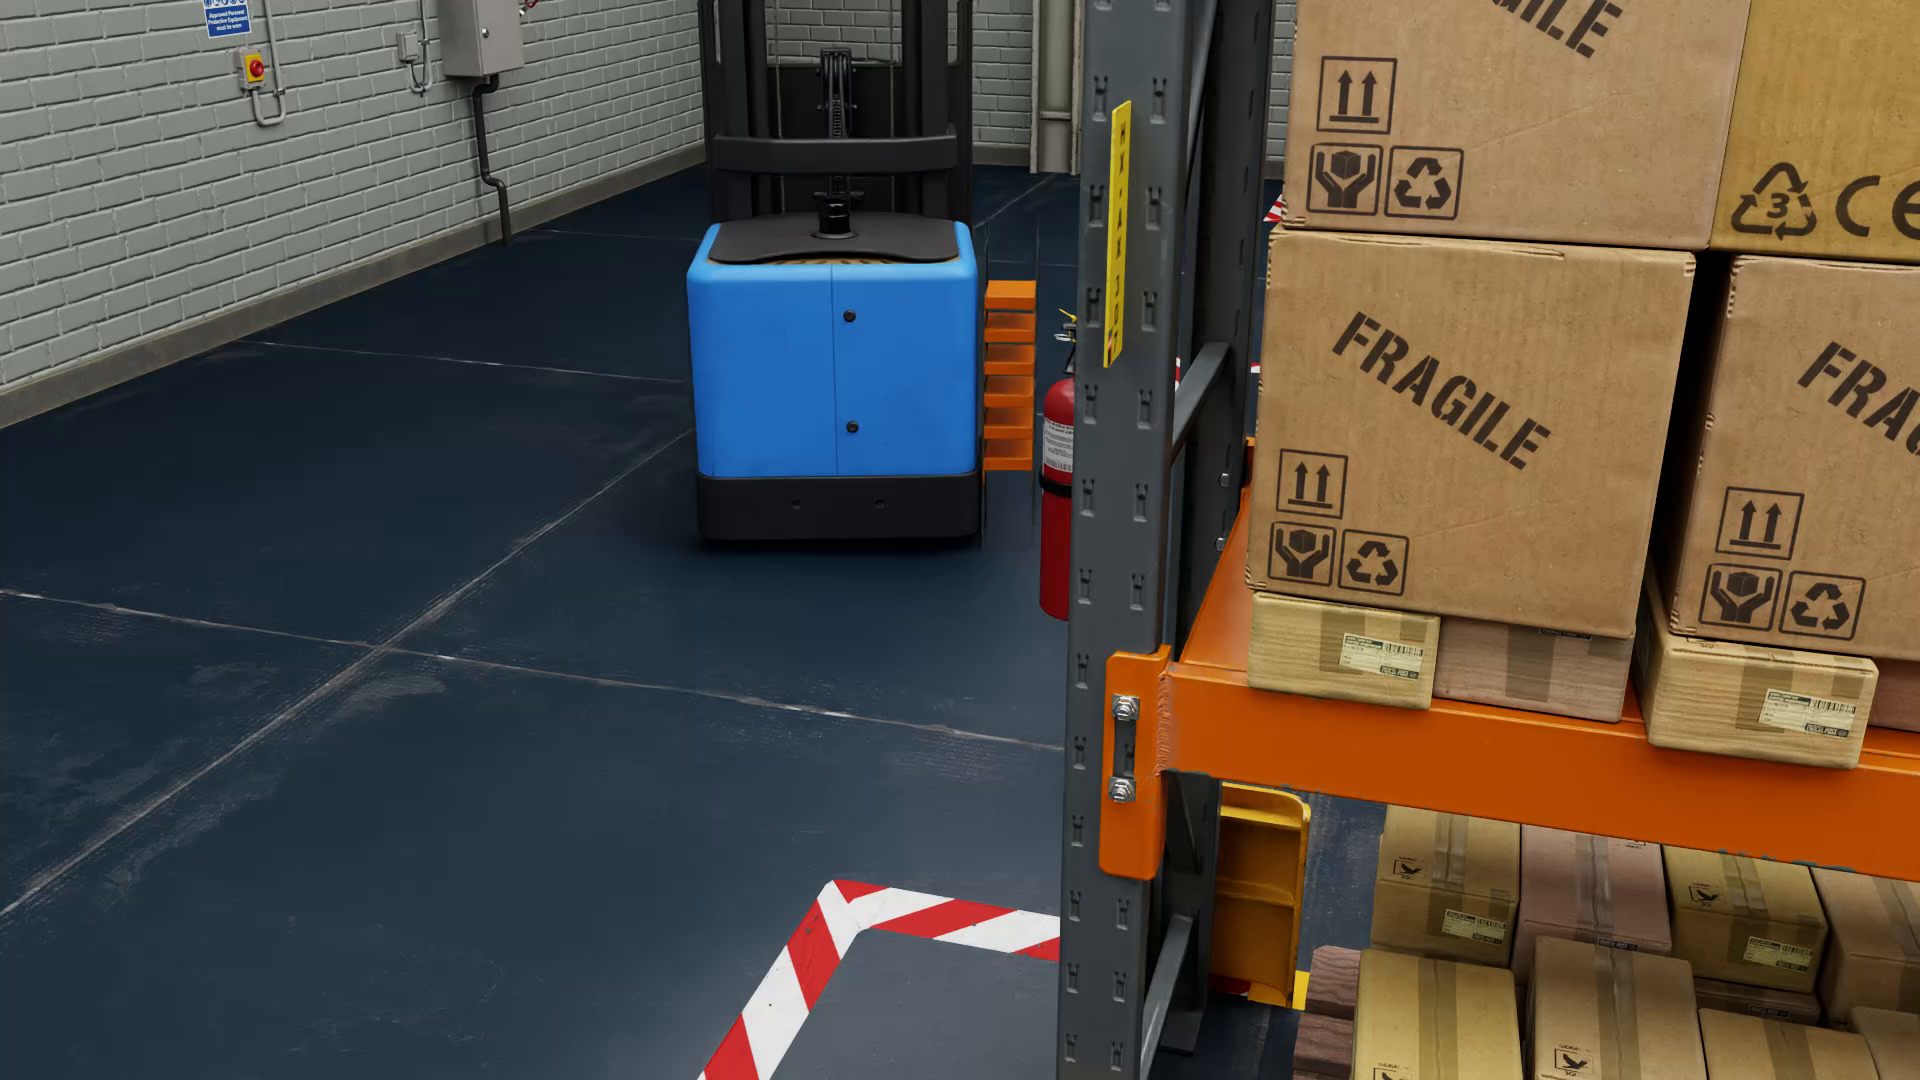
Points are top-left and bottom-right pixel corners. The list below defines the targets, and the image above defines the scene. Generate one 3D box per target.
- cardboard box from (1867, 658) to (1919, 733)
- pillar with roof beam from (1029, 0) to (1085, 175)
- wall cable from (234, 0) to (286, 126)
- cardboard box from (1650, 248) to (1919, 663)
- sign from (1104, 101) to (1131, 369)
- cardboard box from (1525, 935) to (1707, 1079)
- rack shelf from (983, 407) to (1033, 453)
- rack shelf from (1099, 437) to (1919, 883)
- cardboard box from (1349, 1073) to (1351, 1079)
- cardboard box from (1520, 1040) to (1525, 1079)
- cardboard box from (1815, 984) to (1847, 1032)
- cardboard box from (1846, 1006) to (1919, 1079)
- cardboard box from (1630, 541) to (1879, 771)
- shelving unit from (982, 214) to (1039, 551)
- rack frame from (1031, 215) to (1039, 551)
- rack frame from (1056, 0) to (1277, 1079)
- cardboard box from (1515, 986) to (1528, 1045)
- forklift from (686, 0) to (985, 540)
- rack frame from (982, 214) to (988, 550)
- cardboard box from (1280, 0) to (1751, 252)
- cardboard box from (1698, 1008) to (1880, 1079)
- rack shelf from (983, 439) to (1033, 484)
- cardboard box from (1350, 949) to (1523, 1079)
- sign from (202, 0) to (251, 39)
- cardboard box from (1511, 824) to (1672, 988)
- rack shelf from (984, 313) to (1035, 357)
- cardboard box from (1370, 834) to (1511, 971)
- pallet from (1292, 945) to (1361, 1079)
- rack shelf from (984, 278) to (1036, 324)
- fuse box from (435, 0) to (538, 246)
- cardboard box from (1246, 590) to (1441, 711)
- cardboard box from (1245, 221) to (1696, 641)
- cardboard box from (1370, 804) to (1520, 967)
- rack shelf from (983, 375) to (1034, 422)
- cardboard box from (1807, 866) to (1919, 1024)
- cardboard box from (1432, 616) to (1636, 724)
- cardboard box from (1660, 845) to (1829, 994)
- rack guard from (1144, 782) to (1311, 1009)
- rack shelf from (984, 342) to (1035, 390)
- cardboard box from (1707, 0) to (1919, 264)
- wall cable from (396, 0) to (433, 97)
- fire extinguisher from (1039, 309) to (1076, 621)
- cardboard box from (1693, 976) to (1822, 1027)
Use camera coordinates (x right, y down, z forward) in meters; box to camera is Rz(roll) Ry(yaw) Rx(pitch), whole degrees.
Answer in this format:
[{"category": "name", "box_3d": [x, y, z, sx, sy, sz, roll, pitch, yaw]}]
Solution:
[{"category": "cardboard box", "box_3d": [1.359, 0.126, 2.341, 0.250, 0.149, 0.380, 8, 24, 18]}, {"category": "pillar with roof beam", "box_3d": [-0.443, -5.633, 8.145, 0.400, 9.000, 9.100, 7, 23, 16]}, {"category": "wall cable", "box_3d": [-3.714, -3.089, 8.468, 0.123, 1.953, 0.585, 7, 23, 16]}, {"category": "cardboard box", "box_3d": [1.228, -0.170, 2.208, 0.500, 0.500, 0.500, 7, 23, 16]}, {"category": "sign", "box_3d": [0.202, -0.389, 2.124, 0.005, 0.325, 0.100, 7, 23, 16]}, {"category": "cardboard box", "box_3d": [1.060, 0.832, 2.709, 0.250, 0.149, 0.380, 7, 23, 16]}, {"category": "rack shelf", "box_3d": [0.182, -0.410, 6.122, 0.180, 0.103, 0.258, 1, 22, 3]}, {"category": "rack shelf", "box_3d": [2.273, 0.367, 2.371, 4.000, 0.370, 1.077, 7, 23, 16]}, {"category": "cardboard box", "box_3d": [0.786, 0.953, 2.807, 0.250, 0.149, 0.380, 8, 23, 18]}, {"category": "cardboard box", "box_3d": [1.031, 1.003, 2.683, 0.250, 0.149, 0.380, 6, 23, 15]}, {"category": "cardboard box", "box_3d": [1.671, 0.879, 2.985, 0.250, 0.149, 0.380, 6, 23, 15]}, {"category": "cardboard box", "box_3d": [1.526, 0.903, 2.536, 0.250, 0.149, 0.380, 5, 23, 13]}, {"category": "cardboard box", "box_3d": [1.071, 0.147, 2.289, 0.250, 0.149, 0.380, 6, 23, 14]}, {"category": "shelving unit", "box_3d": [0.182, -0.562, 6.059, 0.189, 1.200, 0.258, 1, 22, 3]}, {"category": "rack frame", "box_3d": [0.273, -0.560, 6.054, 0.006, 1.200, 0.240, 1, 22, 3]}, {"category": "rack frame", "box_3d": [0.358, -0.185, 2.769, 0.127, 3.000, 1.000, 7, 23, 16]}, {"category": "cardboard box", "box_3d": [1.181, 0.804, 3.168, 0.250, 0.149, 0.380, 6, 23, 14]}, {"category": "forklift", "box_3d": [-0.502, -1.868, 6.961, 1.130, 2.935, 3.031, -1, 22, -2]}, {"category": "rack frame", "box_3d": [0.091, -0.564, 6.065, 0.006, 1.200, 0.240, 1, 22, 3]}, {"category": "cardboard box", "box_3d": [0.711, -0.686, 2.149, 0.500, 0.500, 0.500, 6, 23, 15]}, {"category": "cardboard box", "box_3d": [1.264, 0.906, 2.529, 0.250, 0.149, 0.380, 6, 23, 15]}, {"category": "rack shelf", "box_3d": [0.182, -0.299, 6.167, 0.180, 0.103, 0.258, 1, 22, 3]}, {"category": "cardboard box", "box_3d": [0.762, 0.845, 2.677, 0.250, 0.149, 0.380, 5, 23, 13]}, {"category": "sign", "box_3d": [-3.786, -2.719, 8.589, 0.001, 0.218, 0.327, 7, 23, 16]}, {"category": "cardboard box", "box_3d": [1.162, 0.679, 3.082, 0.250, 0.149, 0.380, 7, 23, 17]}, {"category": "rack shelf", "box_3d": [0.182, -0.743, 5.985, 0.180, 0.103, 0.258, 1, 22, 3]}, {"category": "cardboard box", "box_3d": [0.946, 0.756, 3.286, 0.250, 0.149, 0.380, 6, 23, 14]}, {"category": "pallet", "box_3d": [1.198, 1.215, 3.029, 1.213, 0.211, 1.003, 7, 23, 16]}, {"category": "rack shelf", "box_3d": [0.182, -0.854, 5.940, 0.180, 0.103, 0.258, 1, 22, 3]}, {"category": "fuse box", "box_3d": [-2.967, -2.756, 10.733, 0.414, 1.711, 0.539, 7, 23, 16]}, {"category": "cardboard box", "box_3d": [0.574, 0.086, 2.440, 0.250, 0.149, 0.380, 6, 23, 15]}, {"category": "cardboard box", "box_3d": [0.708, -0.220, 2.329, 0.500, 0.500, 0.500, 8, 24, 18]}, {"category": "cardboard box", "box_3d": [0.938, 0.630, 3.200, 0.250, 0.149, 0.380, 7, 23, 16]}, {"category": "rack shelf", "box_3d": [0.182, -0.521, 6.076, 0.180, 0.103, 0.258, 1, 22, 3]}, {"category": "cardboard box", "box_3d": [1.676, 0.712, 3.000, 0.250, 0.149, 0.380, 6, 23, 13]}, {"category": "cardboard box", "box_3d": [0.829, 0.098, 2.408, 0.250, 0.149, 0.380, 7, 23, 17]}, {"category": "cardboard box", "box_3d": [1.447, 0.661, 3.126, 0.250, 0.149, 0.380, 6, 23, 14]}, {"category": "rack guard", "box_3d": [0.431, 0.980, 3.223, 0.348, 0.500, 1.175, 7, 23, 16]}, {"category": "rack shelf", "box_3d": [0.182, -0.632, 6.031, 0.180, 0.103, 0.258, 1, 22, 3]}, {"category": "cardboard box", "box_3d": [1.196, -0.633, 2.020, 0.500, 0.500, 0.500, 7, 23, 17]}, {"category": "wall cable", "box_3d": [-3.315, -3.591, 9.733, 0.122, 1.984, 0.588, 7, 23, 16]}, {"category": "fire extinguisher", "box_3d": [0.250, -0.172, 3.331, 0.183, 0.674, 0.296, 7, 23, 16]}, {"category": "cardboard box", "box_3d": [1.444, 0.812, 3.148, 0.250, 0.149, 0.380, 6, 23, 13]}]
